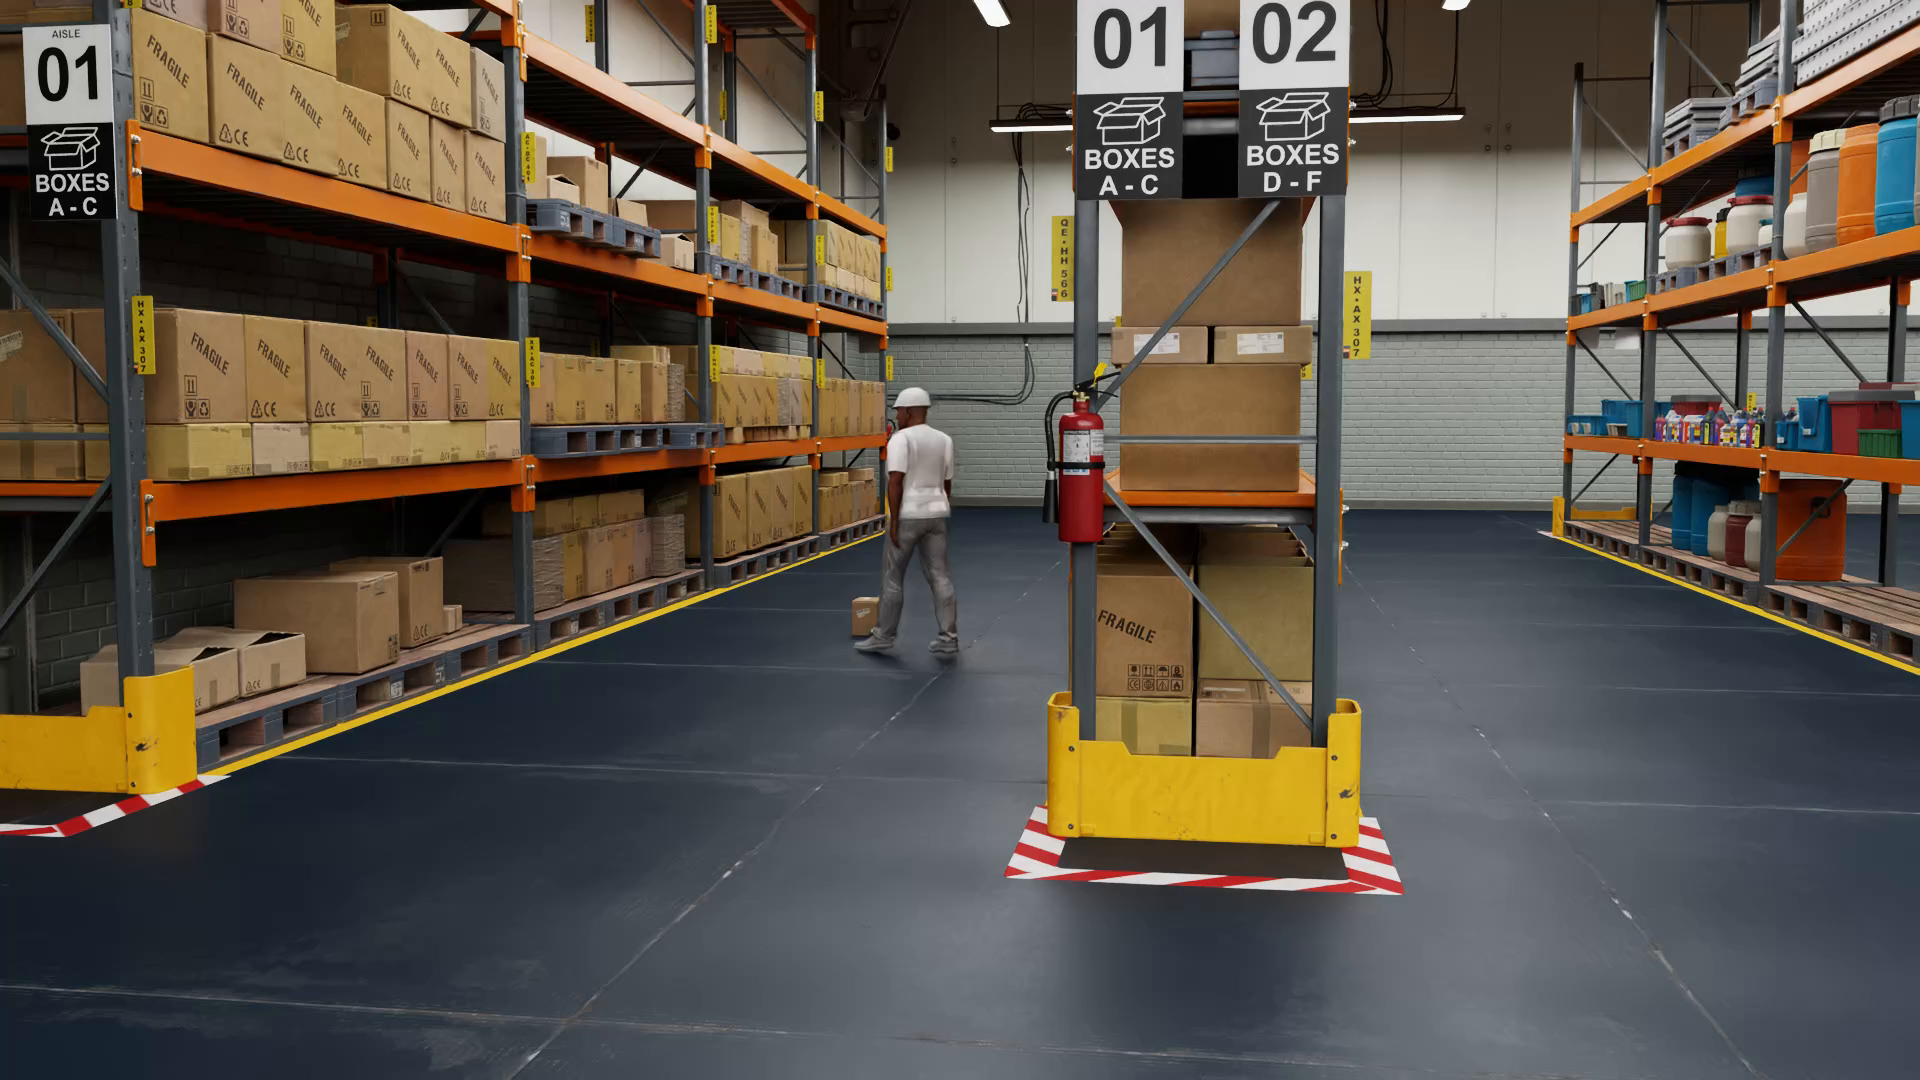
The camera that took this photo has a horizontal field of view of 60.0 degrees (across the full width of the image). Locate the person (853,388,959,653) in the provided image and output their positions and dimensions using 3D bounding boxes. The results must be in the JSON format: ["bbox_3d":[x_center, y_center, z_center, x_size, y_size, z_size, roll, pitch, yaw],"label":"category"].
[{"bbox_3d":[-0.282,-0.124,10.973,0.581,1.756,0.807,-3,5,-35],"label":"person"}]
